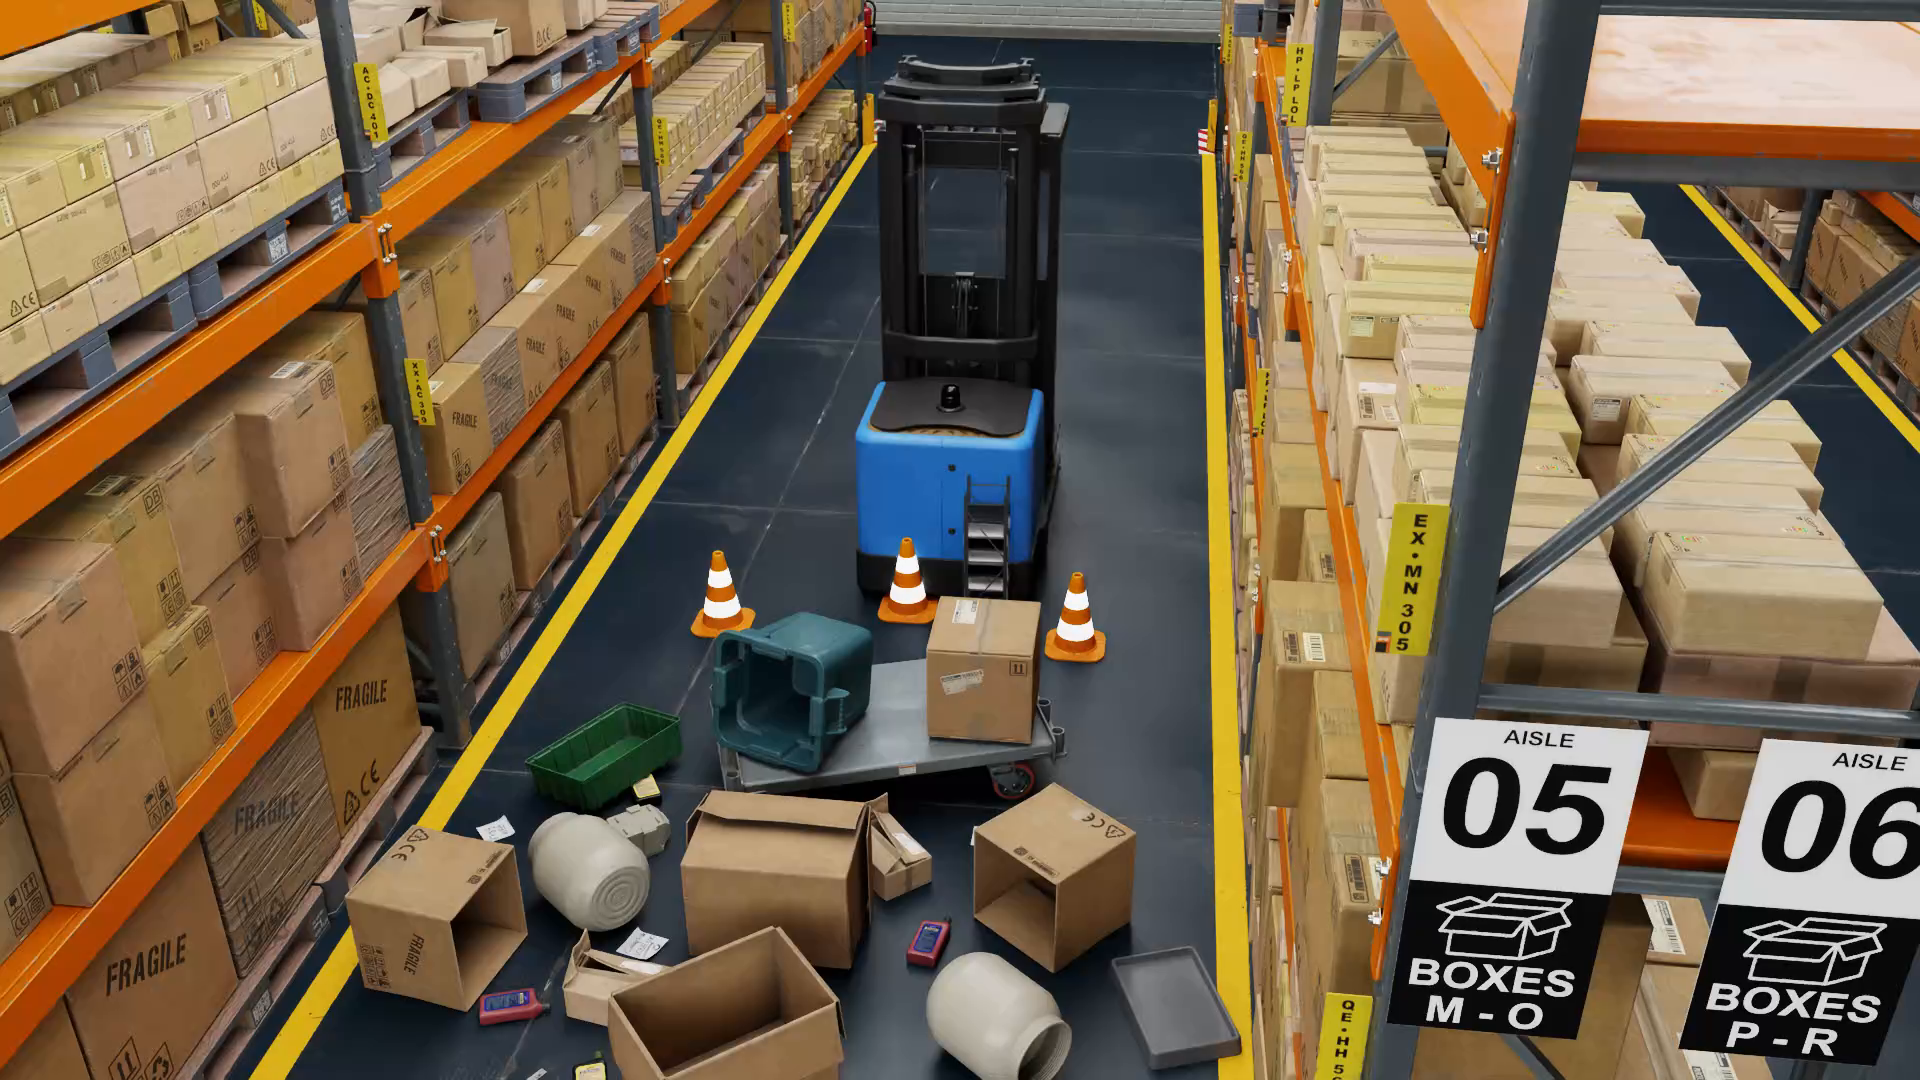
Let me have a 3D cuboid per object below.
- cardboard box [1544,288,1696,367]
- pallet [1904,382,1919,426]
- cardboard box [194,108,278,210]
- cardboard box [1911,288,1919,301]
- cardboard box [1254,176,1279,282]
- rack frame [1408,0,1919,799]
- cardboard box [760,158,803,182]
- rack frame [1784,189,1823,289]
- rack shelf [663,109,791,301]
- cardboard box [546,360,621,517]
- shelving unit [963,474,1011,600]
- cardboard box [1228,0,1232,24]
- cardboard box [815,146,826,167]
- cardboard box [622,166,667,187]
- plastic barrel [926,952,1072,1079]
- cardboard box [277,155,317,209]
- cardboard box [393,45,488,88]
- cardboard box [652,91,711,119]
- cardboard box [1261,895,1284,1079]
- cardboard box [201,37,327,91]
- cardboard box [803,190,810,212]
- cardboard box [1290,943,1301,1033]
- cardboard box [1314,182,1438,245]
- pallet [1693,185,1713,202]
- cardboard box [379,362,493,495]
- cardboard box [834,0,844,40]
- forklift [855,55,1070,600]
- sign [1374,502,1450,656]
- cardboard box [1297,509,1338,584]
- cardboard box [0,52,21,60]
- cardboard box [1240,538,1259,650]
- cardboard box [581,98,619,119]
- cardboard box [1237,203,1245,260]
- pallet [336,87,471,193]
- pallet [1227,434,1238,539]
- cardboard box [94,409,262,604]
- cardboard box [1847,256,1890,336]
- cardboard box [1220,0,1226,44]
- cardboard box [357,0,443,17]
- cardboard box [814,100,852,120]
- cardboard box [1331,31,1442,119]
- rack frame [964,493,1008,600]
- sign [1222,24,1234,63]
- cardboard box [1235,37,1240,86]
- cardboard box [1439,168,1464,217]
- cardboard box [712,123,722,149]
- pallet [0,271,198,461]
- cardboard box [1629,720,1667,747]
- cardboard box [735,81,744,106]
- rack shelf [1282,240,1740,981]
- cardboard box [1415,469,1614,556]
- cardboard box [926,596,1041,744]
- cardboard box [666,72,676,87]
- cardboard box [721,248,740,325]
[{"bbox_3d":[1.864,-0.602,4.759,0.380,0.149,0.250,4,29,7],"label":"cardboard box"},{"bbox_3d":[7.437,-0.772,11.752,1.003,0.211,1.213,3,28,6],"label":"pallet"},{"bbox_3d":[-2.902,-1.424,6.156,0.500,0.250,0.500,3,28,6],"label":"cardboard box"},{"bbox_3d":[7.307,-1.890,12.396,0.380,0.149,0.250,2,28,4],"label":"cardboard box"},{"bbox_3d":[2.039,-1.853,9.956,0.500,0.500,0.500,5,29,9],"label":"cardboard box"},{"bbox_3d":[1.401,-0.812,2.562,1.000,3.000,0.127,3,28,6],"label":"rack frame"},{"bbox_3d":[-1.714,-3.528,15.864,0.380,0.149,0.250,5,29,9],"label":"cardboard box"},{"bbox_3d":[7.798,-3.533,13.937,1.000,3.000,0.127,3,28,6],"label":"rack frame"},{"bbox_3d":[-2.299,-2.802,13.338,1.077,0.370,4.000,3,28,6],"label":"rack shelf"},{"bbox_3d":[-2.812,-0.678,10.568,1.050,0.750,0.750,4,29,7],"label":"cardboard box"},{"bbox_3d":[0.153,0.073,9.443,0.258,0.900,0.210,2,33,4],"label":"shelving unit"},{"bbox_3d":[2.778,-5.021,15.539,0.500,0.500,0.500,4,29,7],"label":"cardboard box"},{"bbox_3d":[-1.569,-3.884,16.838,0.380,0.149,0.250,3,28,6],"label":"cardboard box"},{"bbox_3d":[-2.286,-2.598,11.710,0.380,0.149,0.250,5,29,8],"label":"cardboard box"},{"bbox_3d":[0.151,1.903,6.564,0.421,0.421,0.512,-24,36,-37],"label":"plastic barrel"},{"bbox_3d":[-2.792,-1.424,6.577,0.380,0.149,0.250,4,29,7],"label":"cardboard box"},{"bbox_3d":[-2.605,-2.378,8.347,0.380,0.149,0.250,3,28,6],"label":"cardboard box"},{"bbox_3d":[-2.136,-3.338,12.771,0.380,0.149,0.250,4,29,8],"label":"cardboard box"},{"bbox_3d":[1.369,1.649,5.984,0.500,0.500,0.500,3,28,5],"label":"cardboard box"},{"bbox_3d":[-2.763,-1.893,6.607,0.380,0.149,0.250,3,28,6],"label":"cardboard box"},{"bbox_3d":[-1.658,-3.268,16.008,0.380,0.149,0.250,4,29,8],"label":"cardboard box"},{"bbox_3d":[1.209,1.383,5.077,0.380,0.149,0.250,4,29,7],"label":"cardboard box"},{"bbox_3d":[1.425,-1.116,5.712,0.380,0.149,0.250,3,28,6],"label":"cardboard box"},{"bbox_3d":[8.182,-3.777,17.331,1.003,0.211,1.213,3,28,6],"label":"pallet"},{"bbox_3d":[-2.703,-0.570,8.332,0.500,0.500,0.500,4,29,7],"label":"cardboard box"},{"bbox_3d":[-1.484,-5.410,17.002,0.500,0.500,0.500,3,29,6],"label":"cardboard box"},{"bbox_3d":[0.089,-1.614,10.448,1.130,2.935,3.031,3,29,6],"label":"forklift"},{"bbox_3d":[0.852,0.077,3.141,0.100,0.325,0.005,3,28,6],"label":"sign"},{"bbox_3d":[1.475,0.250,5.442,0.700,0.500,0.500,3,28,6],"label":"cardboard box"},{"bbox_3d":[-7.349,-3.342,12.419,0.797,0.503,0.637,4,29,8],"label":"cardboard box"},{"bbox_3d":[2.037,0.332,9.090,0.950,0.372,0.625,5,29,9],"label":"cardboard box"},{"bbox_3d":[-2.810,-3.251,12.609,0.380,0.149,0.250,3,28,6],"label":"cardboard box"},{"bbox_3d":[2.185,-2.124,11.480,0.500,0.250,0.500,2,28,4],"label":"cardboard box"},{"bbox_3d":[-2.971,-1.965,8.066,0.805,0.209,1.217,2,28,4],"label":"pallet"},{"bbox_3d":[2.284,-0.342,10.953,1.003,0.211,1.213,3,28,6],"label":"pallet"},{"bbox_3d":[-3.268,-0.152,6.365,0.875,0.550,0.550,3,28,6],"label":"cardboard box"},{"bbox_3d":[7.394,-1.917,13.130,0.500,0.500,0.500,3,28,5],"label":"cardboard box"},{"bbox_3d":[3.017,-5.537,17.552,0.500,0.500,0.500,3,28,6],"label":"cardboard box"},{"bbox_3d":[-2.976,-2.882,9.112,0.500,0.311,0.500,3,28,5],"label":"cardboard box"},{"bbox_3d":[-1.371,-4.626,17.902,0.380,0.149,0.250,3,28,5],"label":"cardboard box"},{"bbox_3d":[1.835,-1.994,7.106,0.500,0.250,0.500,4,29,7],"label":"cardboard box"},{"bbox_3d":[0.144,0.128,9.358,0.240,0.900,0.006,2,33,4],"label":"rack frame"},{"bbox_3d":[2.320,-4.267,14.304,0.100,0.325,0.005,3,28,6],"label":"sign"},{"bbox_3d":[2.497,-3.872,13.408,0.500,0.500,0.500,3,28,6],"label":"cardboard box"},{"bbox_3d":[2.104,-1.215,6.317,0.500,0.250,0.500,3,28,6],"label":"cardboard box"},{"bbox_3d":[-2.095,-3.197,13.135,0.380,0.149,0.250,2,28,5],"label":"cardboard box"},{"bbox_3d":[-3.297,-0.618,5.458,1.003,0.211,1.213,3,28,6],"label":"pallet"},{"bbox_3d":[1.707,0.353,3.827,0.380,0.149,0.250,2,28,5],"label":"cardboard box"},{"bbox_3d":[-2.000,-3.697,13.750,0.380,0.149,0.250,2,28,5],"label":"cardboard box"},{"bbox_3d":[1.646,-0.116,5.191,1.077,0.370,4.000,3,28,6],"label":"rack shelf"},{"bbox_3d":[1.219,-0.028,3.692,0.380,0.149,0.250,4,29,7],"label":"cardboard box"},{"bbox_3d":[0.121,0.624,8.059,0.500,0.500,0.500,3,28,6],"label":"cardboard box"},{"bbox_3d":[-2.620,-3.863,14.058,0.380,0.149,0.250,4,29,7],"label":"cardboard box"},{"bbox_3d":[-2.088,-2.058,13.393,0.500,0.500,0.500,3,28,5],"label":"cardboard box"}]
